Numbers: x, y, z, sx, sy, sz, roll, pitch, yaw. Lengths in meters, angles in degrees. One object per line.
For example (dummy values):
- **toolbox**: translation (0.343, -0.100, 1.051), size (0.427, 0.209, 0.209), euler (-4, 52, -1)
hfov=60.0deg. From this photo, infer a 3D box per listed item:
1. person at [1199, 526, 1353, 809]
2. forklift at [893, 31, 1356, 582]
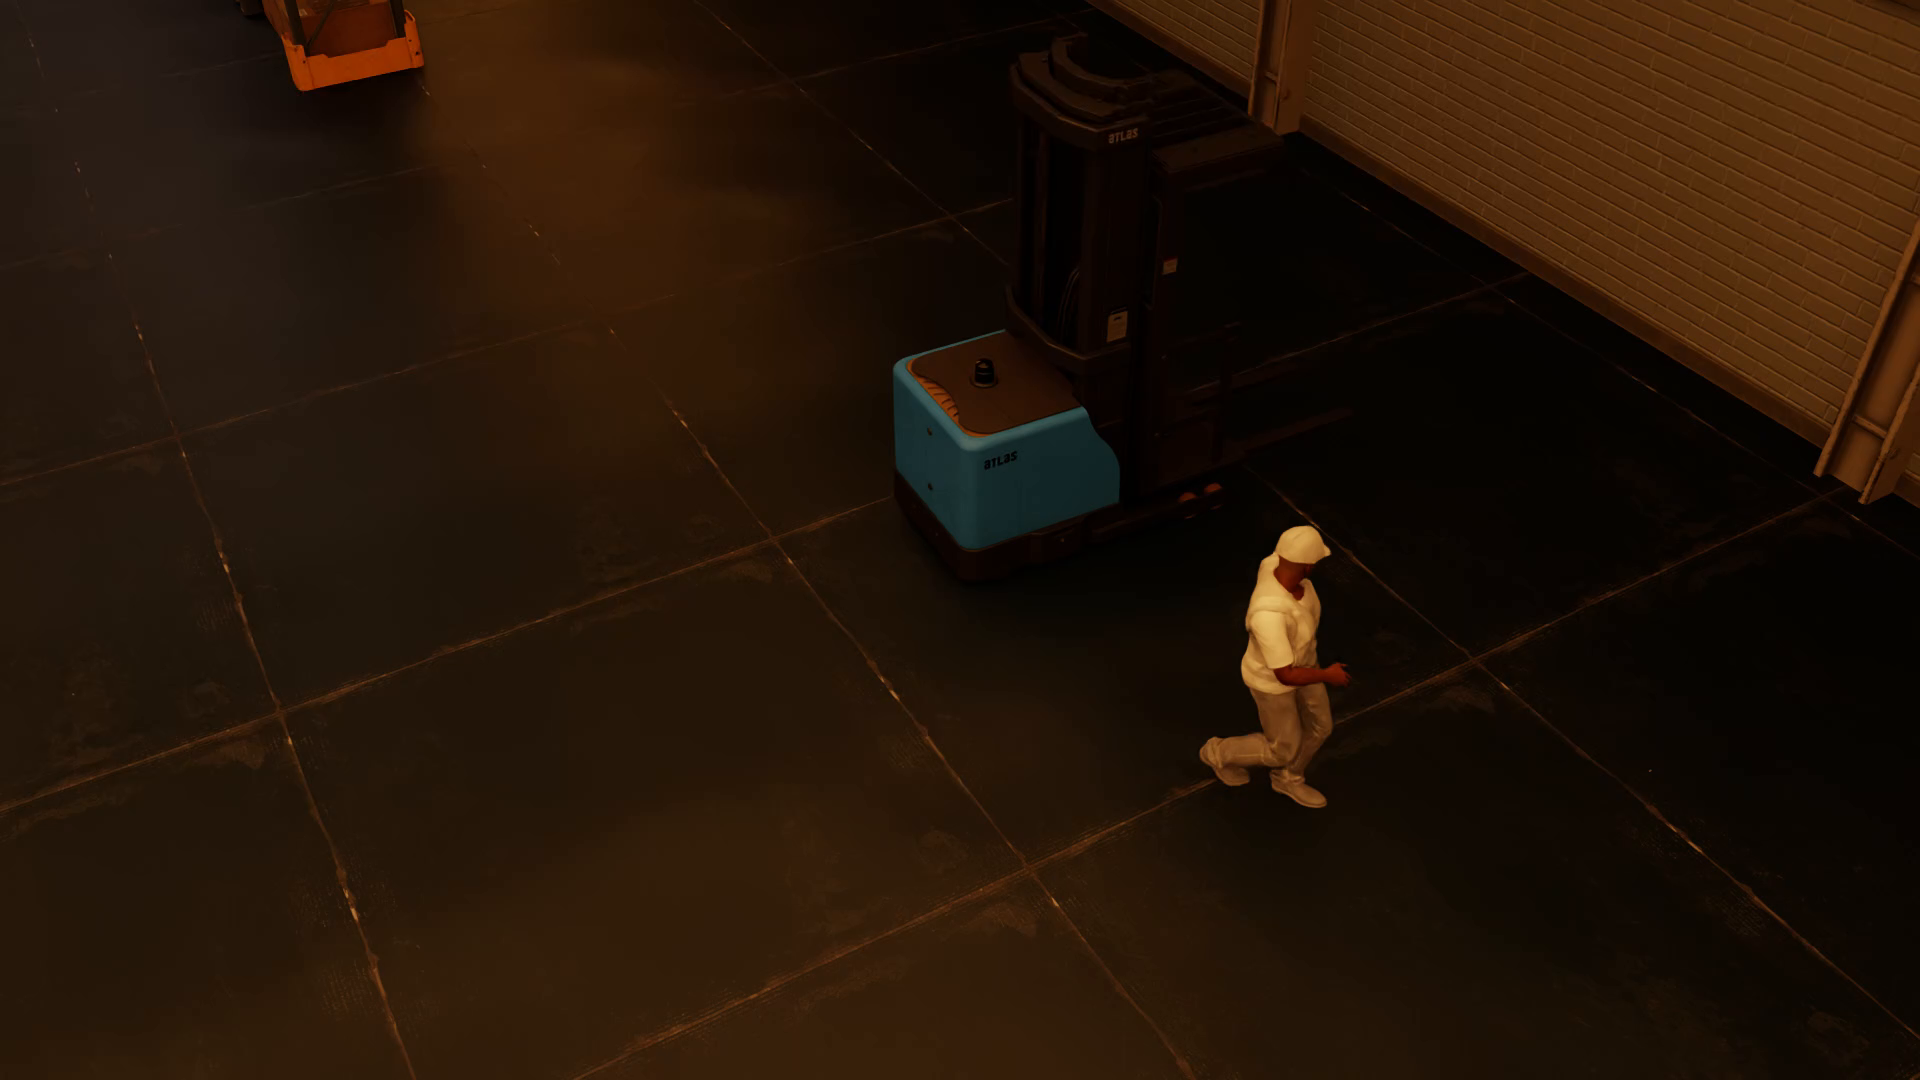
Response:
- **person**: translation (1.608, 0.619, 8.262), size (0.708, 1.701, 0.694), euler (24, 45, 26)
- **forklift**: translation (1.129, -1.544, 9.897), size (3.031, 2.935, 1.130), euler (-19, 43, -21)
